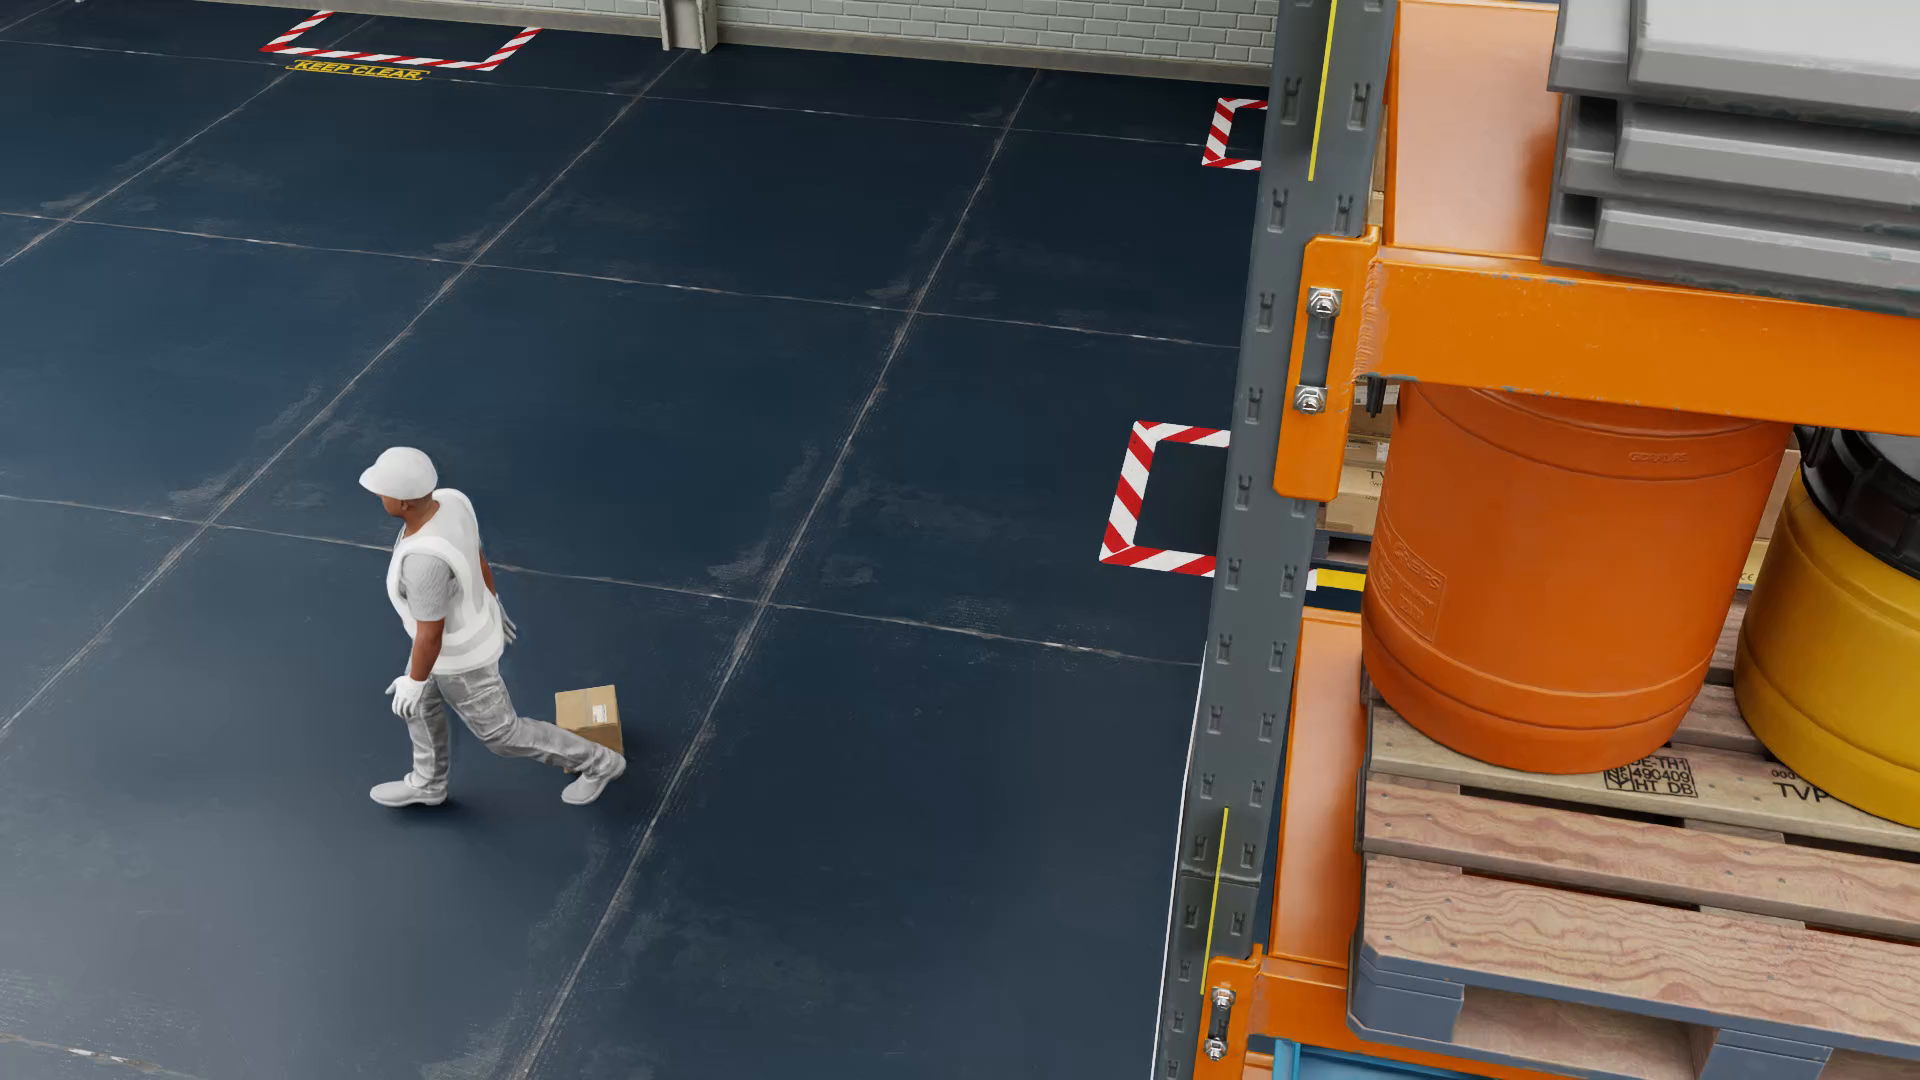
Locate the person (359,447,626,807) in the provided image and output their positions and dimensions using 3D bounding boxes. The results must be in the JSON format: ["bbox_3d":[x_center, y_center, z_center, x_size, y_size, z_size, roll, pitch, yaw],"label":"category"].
[{"bbox_3d":[-1.907,0.385,6.424,1.057,1.738,0.559,-7,37,-10],"label":"person"}]
